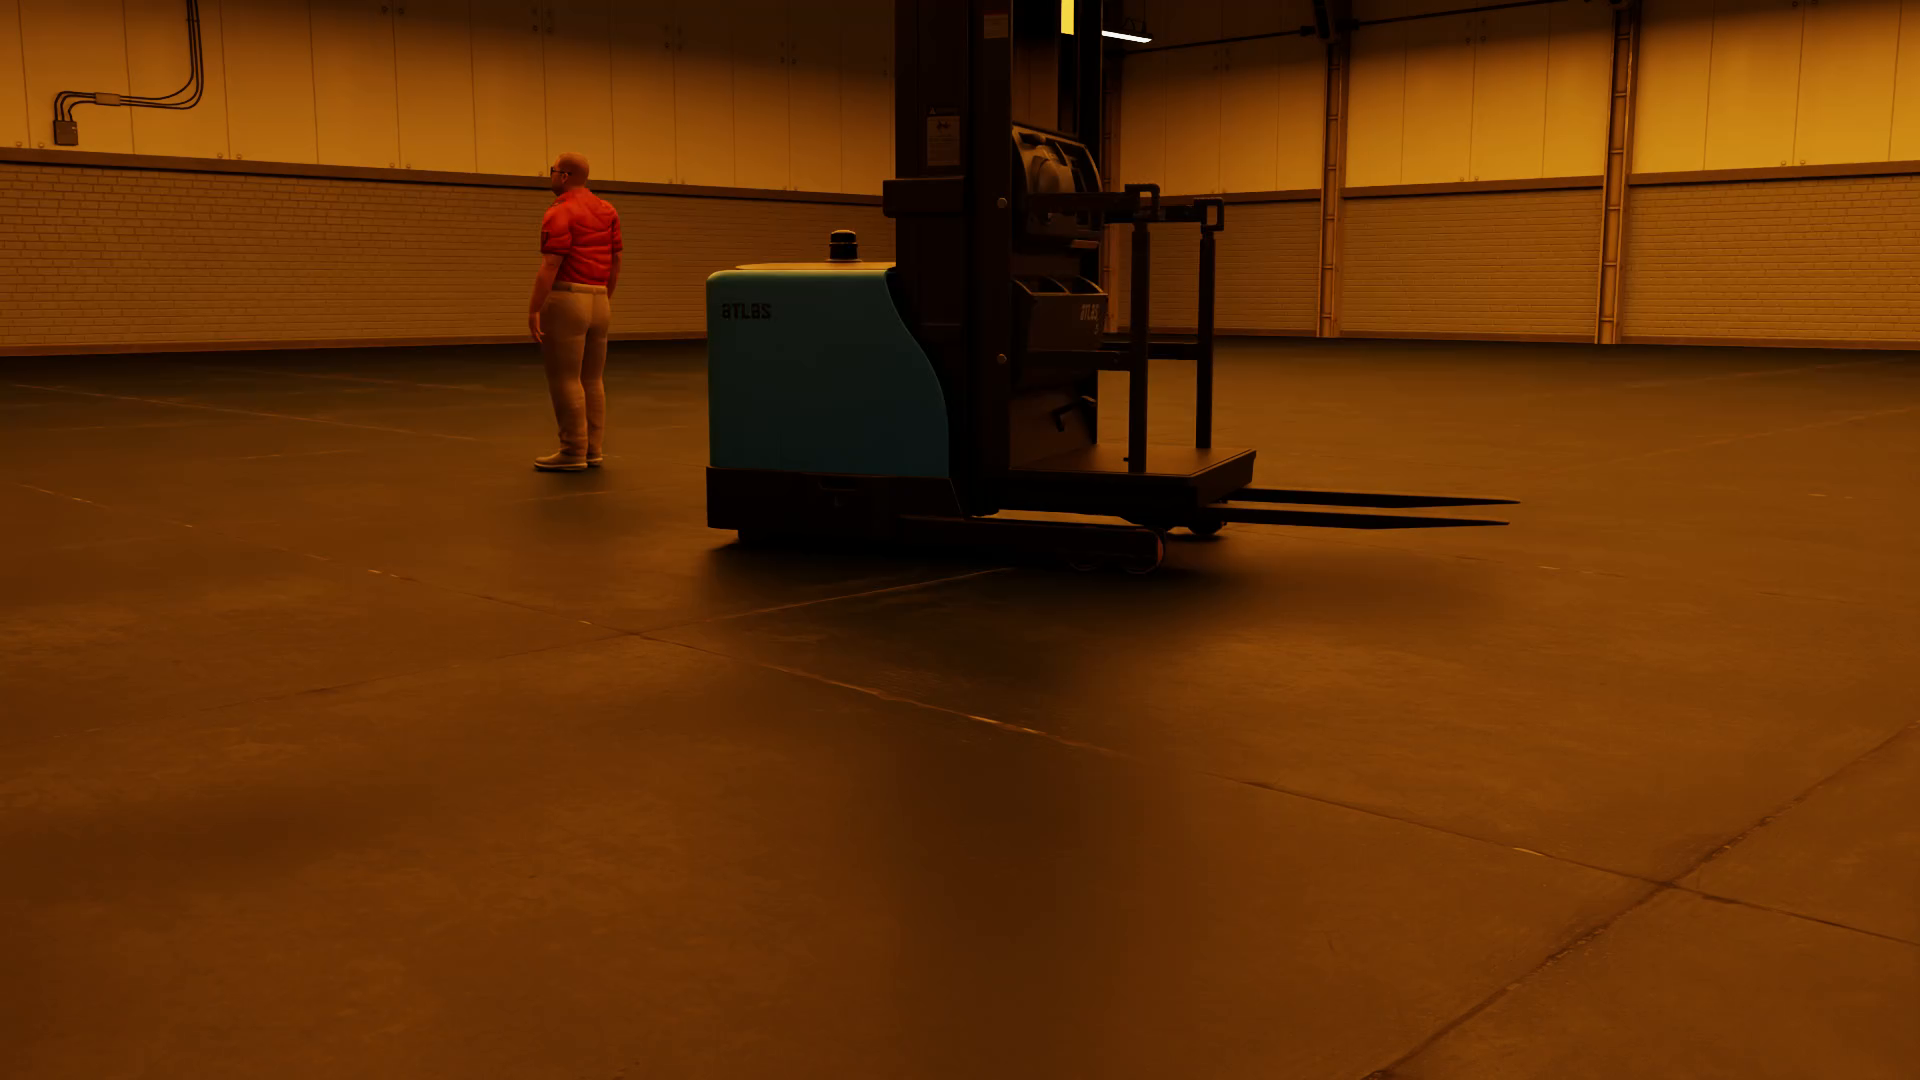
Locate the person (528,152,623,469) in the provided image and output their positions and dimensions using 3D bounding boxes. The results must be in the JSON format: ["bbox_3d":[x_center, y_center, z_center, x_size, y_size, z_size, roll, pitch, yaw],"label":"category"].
[{"bbox_3d":[-2.205,-1.258,9.220,0.551,1.727,0.638,5,10,28],"label":"person"}]

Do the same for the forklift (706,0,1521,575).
[{"bbox_3d":[0.565,-1.416,6.275,3.031,2.935,1.130,3,9,22],"label":"forklift"}]
